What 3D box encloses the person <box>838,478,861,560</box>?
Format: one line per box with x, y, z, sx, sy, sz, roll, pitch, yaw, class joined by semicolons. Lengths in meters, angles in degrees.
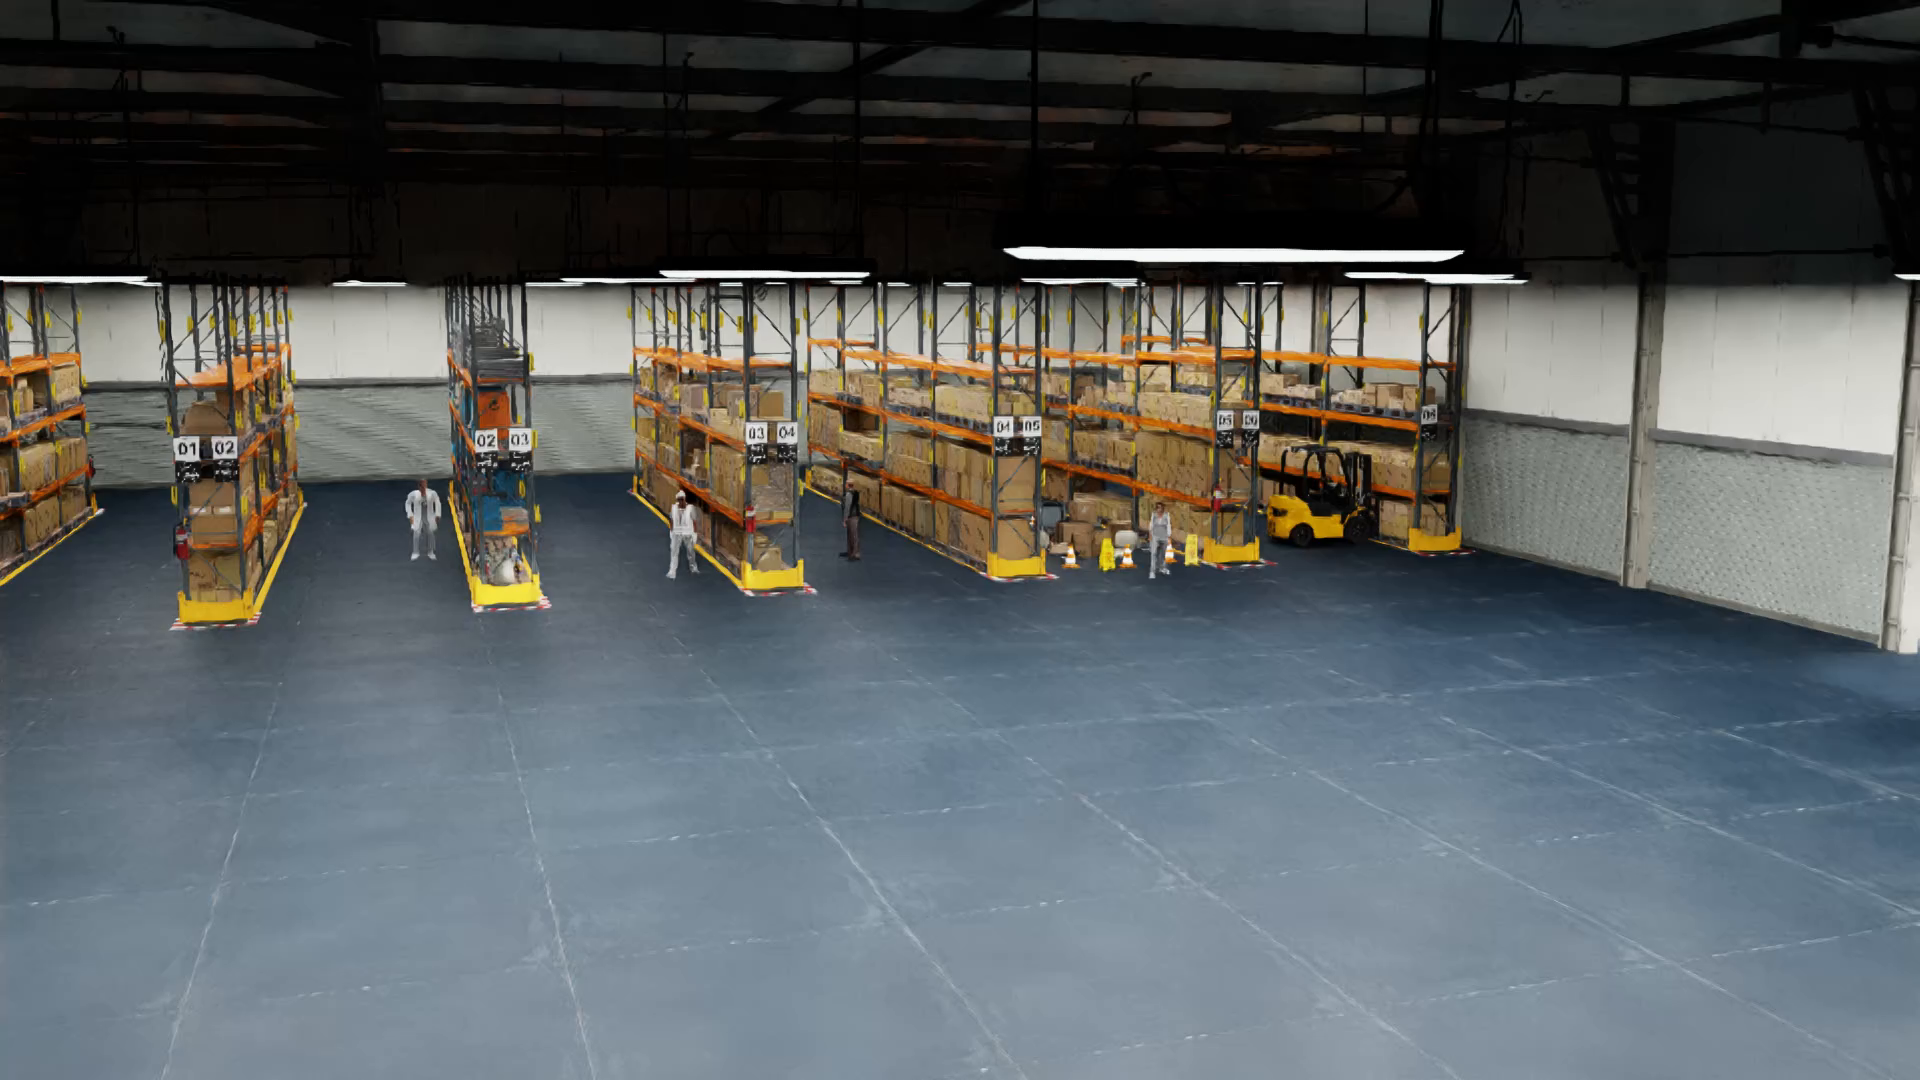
-2.349;-0.460;35.349;0.576;1.709;0.626;2;9;12;person

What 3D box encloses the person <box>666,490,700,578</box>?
-5.541;-0.130;33.198;0.608;1.741;0.959;1;9;5;person

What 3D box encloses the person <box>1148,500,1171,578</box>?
3.995;-0.042;33.239;0.455;1.542;0.885;1;9;5;person

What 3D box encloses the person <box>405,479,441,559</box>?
-11.408;-0.452;35.368;0.728;1.733;0.544;-3;9;-19;person
